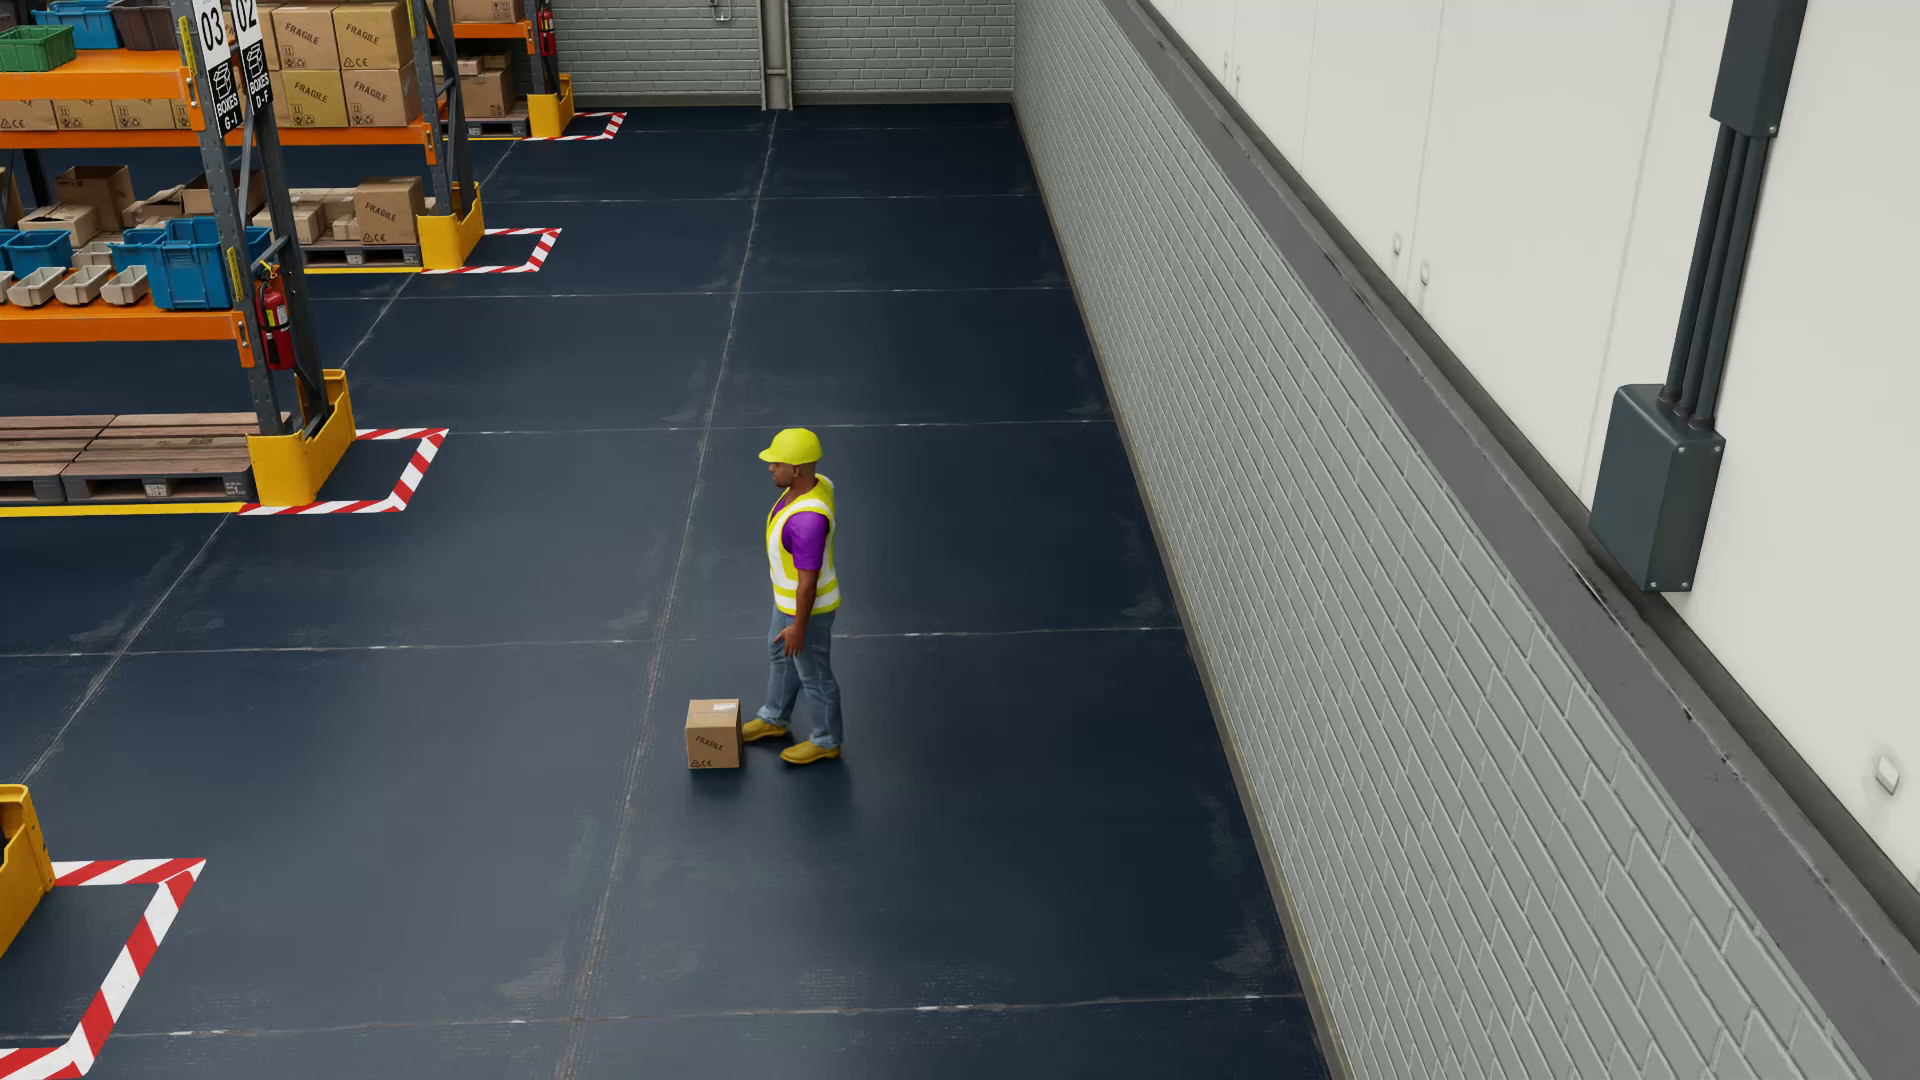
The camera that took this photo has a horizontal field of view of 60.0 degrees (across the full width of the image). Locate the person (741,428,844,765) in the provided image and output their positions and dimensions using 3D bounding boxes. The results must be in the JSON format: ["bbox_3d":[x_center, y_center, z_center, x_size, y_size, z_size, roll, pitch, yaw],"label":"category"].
[{"bbox_3d":[-0.866,0.301,8.000,0.594,1.764,0.591,-4,28,-9],"label":"person"}]
